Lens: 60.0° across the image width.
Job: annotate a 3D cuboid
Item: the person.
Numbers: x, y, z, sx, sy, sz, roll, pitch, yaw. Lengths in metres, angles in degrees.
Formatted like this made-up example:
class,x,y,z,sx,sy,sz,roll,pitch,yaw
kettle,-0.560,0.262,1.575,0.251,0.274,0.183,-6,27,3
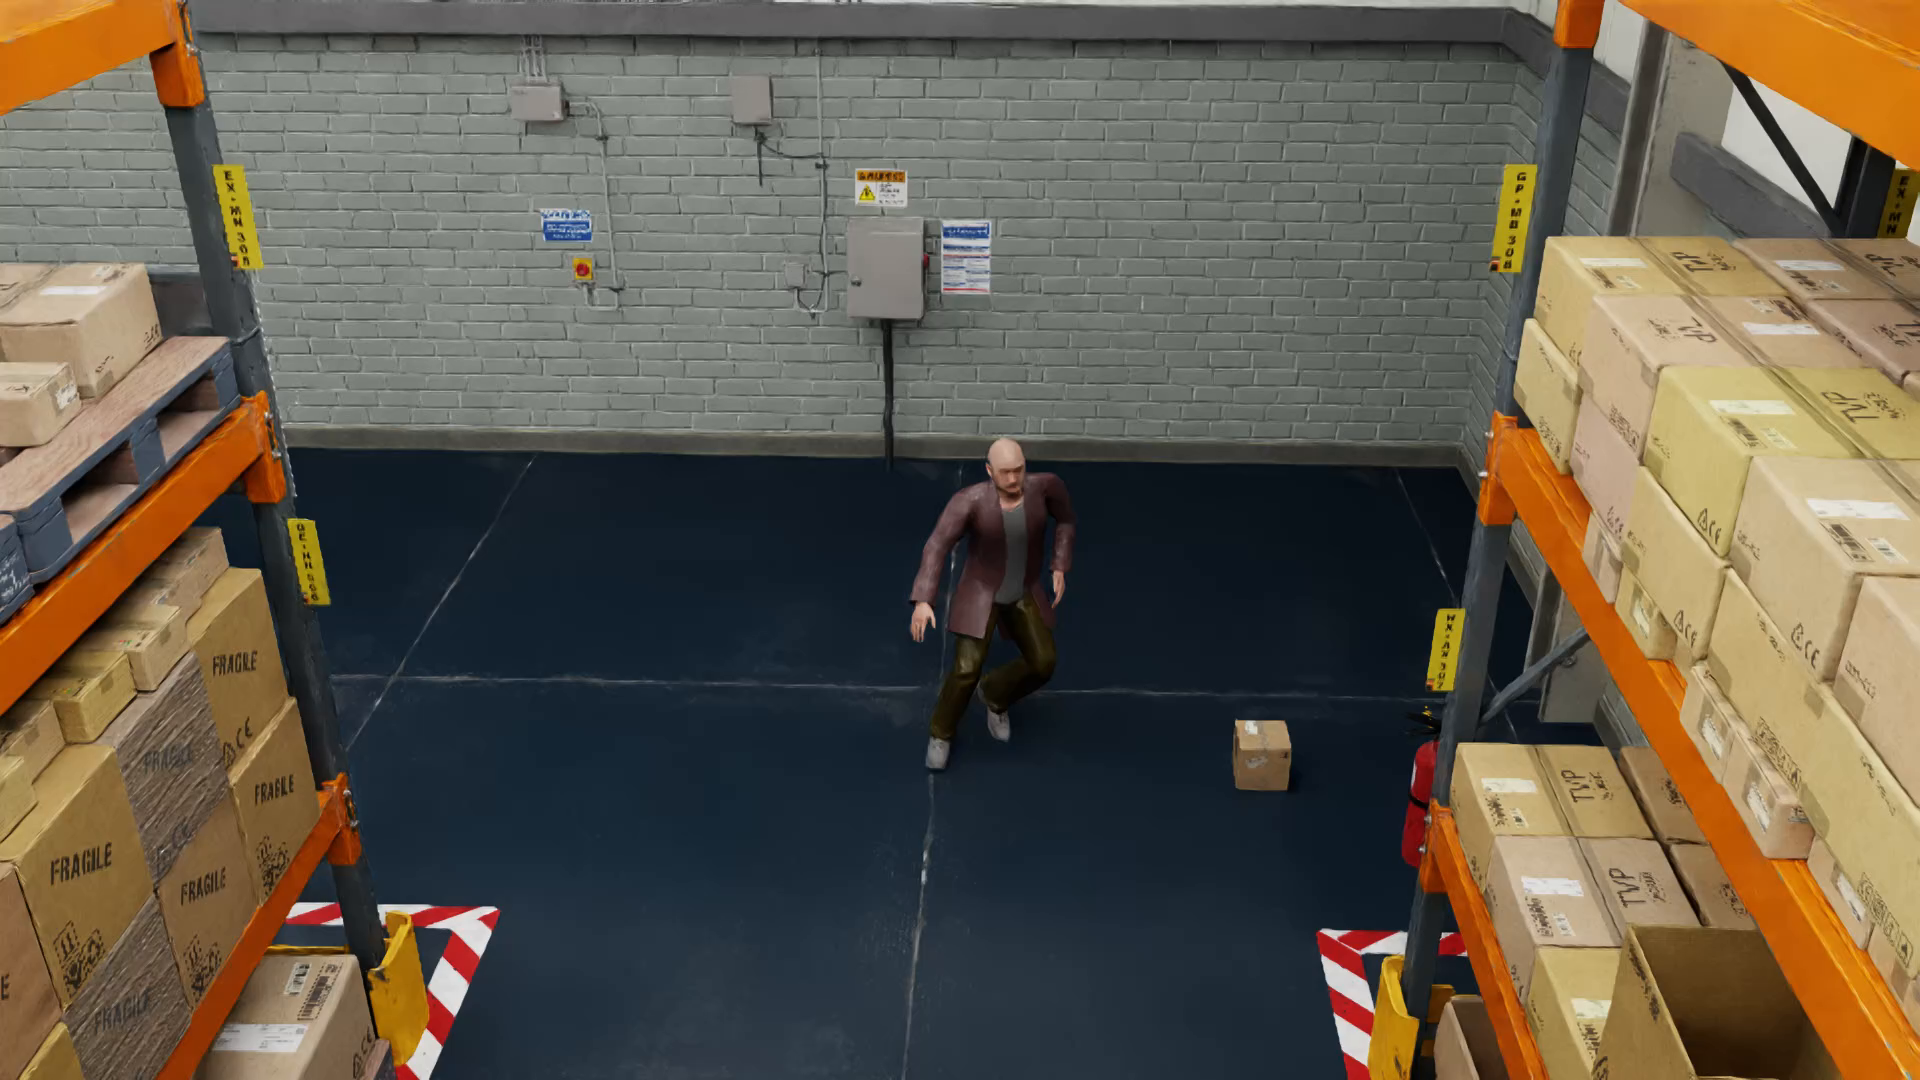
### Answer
class,x,y,z,sx,sy,sz,roll,pitch,yaw
person,0.155,0.284,8.239,0.965,1.693,0.494,-11,29,-20
